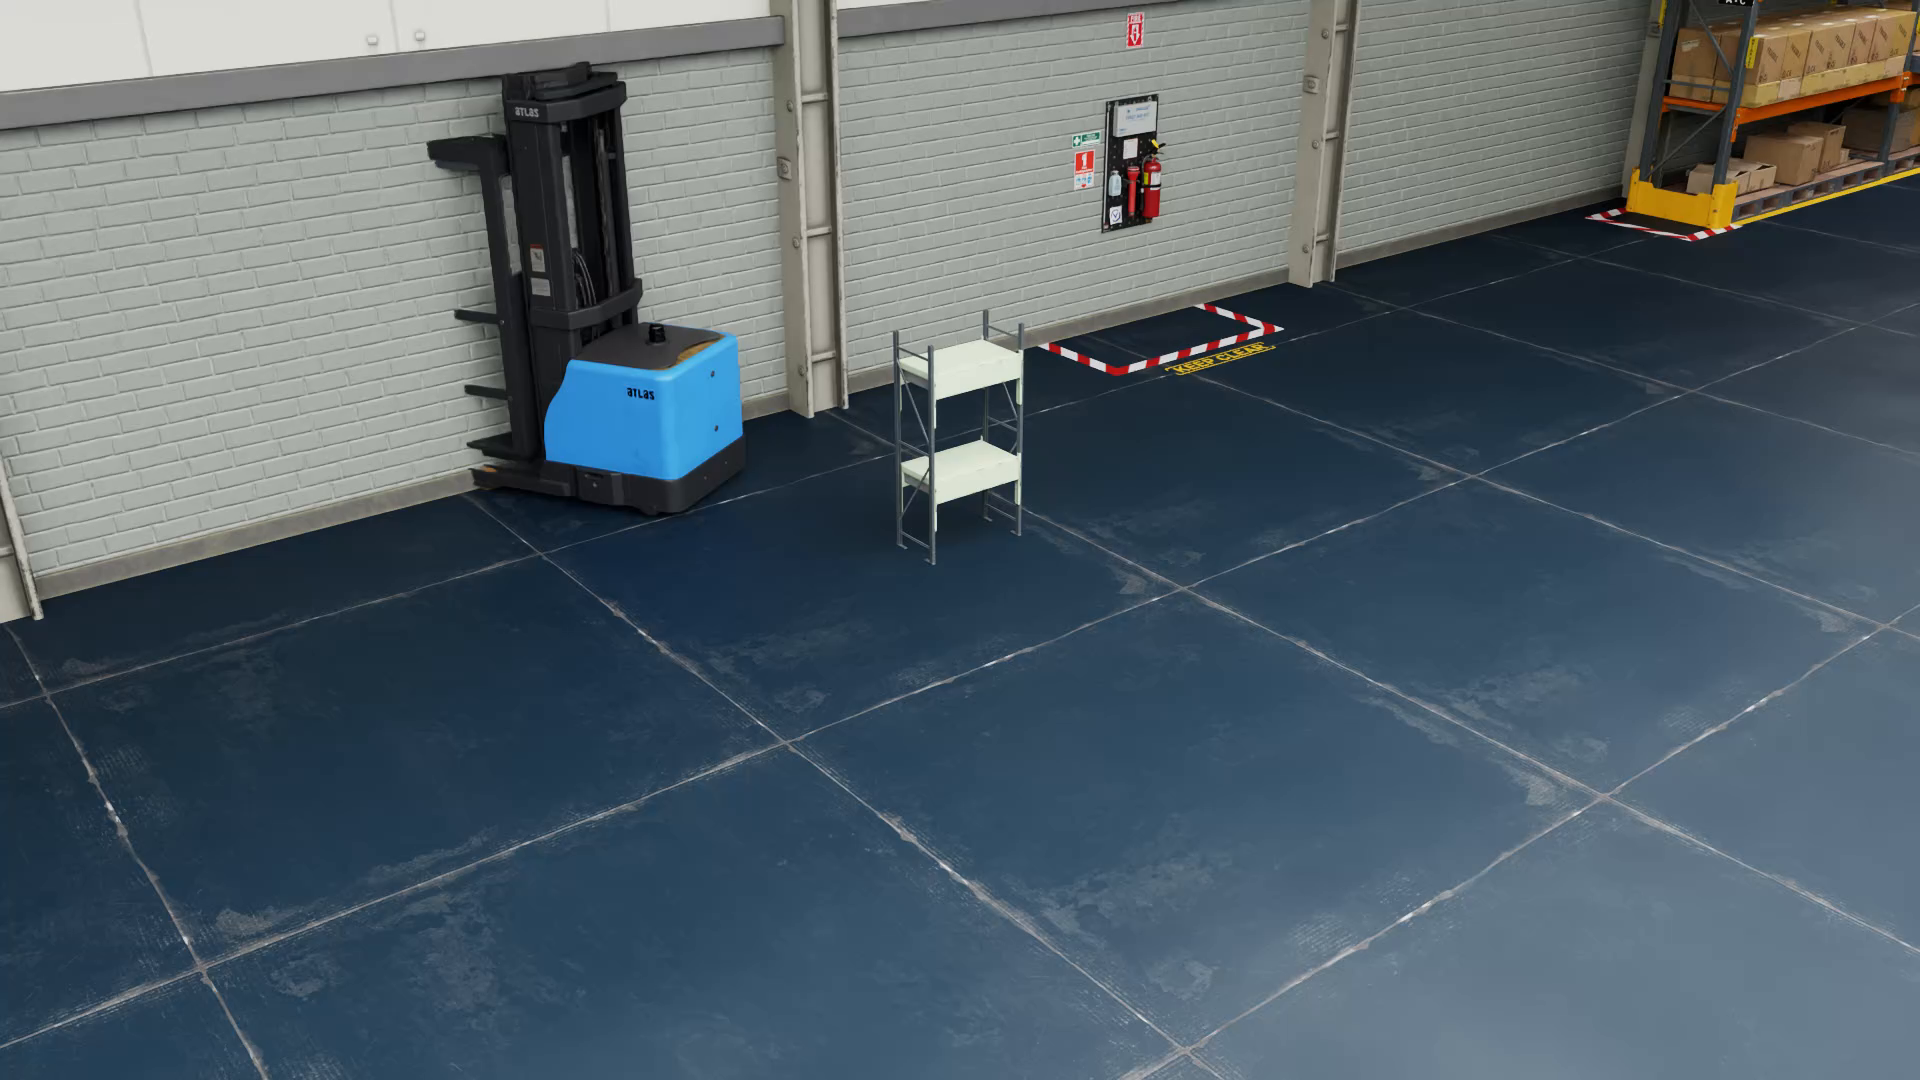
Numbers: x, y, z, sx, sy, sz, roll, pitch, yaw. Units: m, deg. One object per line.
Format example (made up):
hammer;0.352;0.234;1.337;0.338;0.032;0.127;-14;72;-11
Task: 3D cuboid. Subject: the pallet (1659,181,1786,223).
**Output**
pallet;8.992;-4.043;19.710;1.213;0.211;1.003;-18;31;-34

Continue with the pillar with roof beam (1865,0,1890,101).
pillar with roof beam;15.666;-8.411;18.683;0.400;9.000;9.100;-18;31;-34

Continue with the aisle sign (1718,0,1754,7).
aisle sign;8.399;-6.150;17.849;0.004;0.787;0.394;-18;31;-34

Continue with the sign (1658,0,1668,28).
sign;7.944;-5.946;18.748;0.005;0.325;0.100;-18;31;-34

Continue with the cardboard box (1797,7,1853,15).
cardboard box;10.510;-6.223;20.359;0.500;0.500;0.500;-18;31;-34

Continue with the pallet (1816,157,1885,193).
pallet;10.912;-4.677;21.076;1.213;0.211;1.003;-18;31;-34

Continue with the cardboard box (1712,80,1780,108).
cardboard box;8.851;-5.051;18.725;0.500;0.250;0.500;-19;31;-35

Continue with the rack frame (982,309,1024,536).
rack frame;0.283;-0.774;11.135;0.023;1.500;0.400;-18;31;-34

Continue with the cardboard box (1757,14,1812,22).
cardboard box;9.713;-5.957;19.785;0.500;0.500;0.500;-18;30;-33

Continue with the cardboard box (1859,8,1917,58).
cardboard box;11.237;-6.184;20.274;0.500;0.500;0.500;-18;31;-34

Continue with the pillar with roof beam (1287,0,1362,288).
pillar with roof beam;6.223;-5.293;11.966;0.400;9.000;9.100;-18;31;-34

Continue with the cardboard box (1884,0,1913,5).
cardboard box;12.284;-6.636;21.344;0.500;0.500;0.700;-15;29;-29

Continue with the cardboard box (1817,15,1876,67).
cardboard box;10.445;-5.925;19.716;0.500;0.500;0.500;-19;31;-35

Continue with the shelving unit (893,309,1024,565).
shelving unit;-0.005;-0.679;10.931;0.755;1.500;0.431;-18;31;-34

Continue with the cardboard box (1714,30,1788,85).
cardboard box;8.832;-5.394;18.573;0.500;0.500;0.500;-18;31;-34

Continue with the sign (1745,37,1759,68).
sign;8.606;-5.301;18.082;0.005;0.325;0.100;-18;31;-34

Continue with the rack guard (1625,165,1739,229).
rack guard;8.330;-3.974;19.220;0.348;0.500;1.175;-18;31;-34

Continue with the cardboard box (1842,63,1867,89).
cardboard box;10.449;-5.583;19.870;0.500;0.250;0.500;-18;31;-34

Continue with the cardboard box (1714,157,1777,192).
cardboard box;9.319;-4.366;19.767;0.500;0.311;0.500;-15;29;-30

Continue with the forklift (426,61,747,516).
forklift;-3.143;-1.882;11.823;3.031;2.935;1.130;10;27;20

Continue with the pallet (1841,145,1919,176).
pallet;12.030;-5.065;21.914;1.213;0.211;1.003;-18;31;-34

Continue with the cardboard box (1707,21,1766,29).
cardboard box;8.913;-5.690;19.211;0.500;0.500;0.500;-18;30;-33

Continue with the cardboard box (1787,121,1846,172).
cardboard box;10.626;-4.910;20.714;0.500;0.500;0.500;-21;32;-38

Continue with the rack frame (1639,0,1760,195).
rack frame;8.271;-5.089;18.651;0.127;3.000;1.000;-18;31;-34

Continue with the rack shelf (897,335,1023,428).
rack shelf;-0.005;-1.033;10.766;0.720;0.370;0.431;-18;31;-34

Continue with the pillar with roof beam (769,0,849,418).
pillar with roof beam;1.501;-3.735;8.608;0.400;9.000;9.100;-18;31;-34

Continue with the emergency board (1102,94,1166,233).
emergency board;1.598;-3.369;14.946;0.643;1.169;0.194;-18;31;-34

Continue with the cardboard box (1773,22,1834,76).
cardboard box;9.637;-5.651;19.127;0.500;0.500;0.500;-19;31;-36

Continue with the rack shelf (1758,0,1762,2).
rack shelf;9.845;-6.642;19.291;4.000;0.370;1.077;-18;31;-34

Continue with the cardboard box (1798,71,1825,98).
cardboard box;9.655;-5.321;19.307;0.500;0.250;0.500;-19;31;-35

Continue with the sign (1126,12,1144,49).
sign;1.530;-4.451;14.525;0.199;0.298;0.001;-18;31;-34

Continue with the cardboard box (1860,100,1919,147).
cardboard box;12.363;-5.541;22.072;0.500;0.500;0.700;-19;31;-35

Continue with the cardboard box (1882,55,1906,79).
cardboard box;11.233;-5.845;20.436;0.500;0.250;0.500;-18;30;-34
